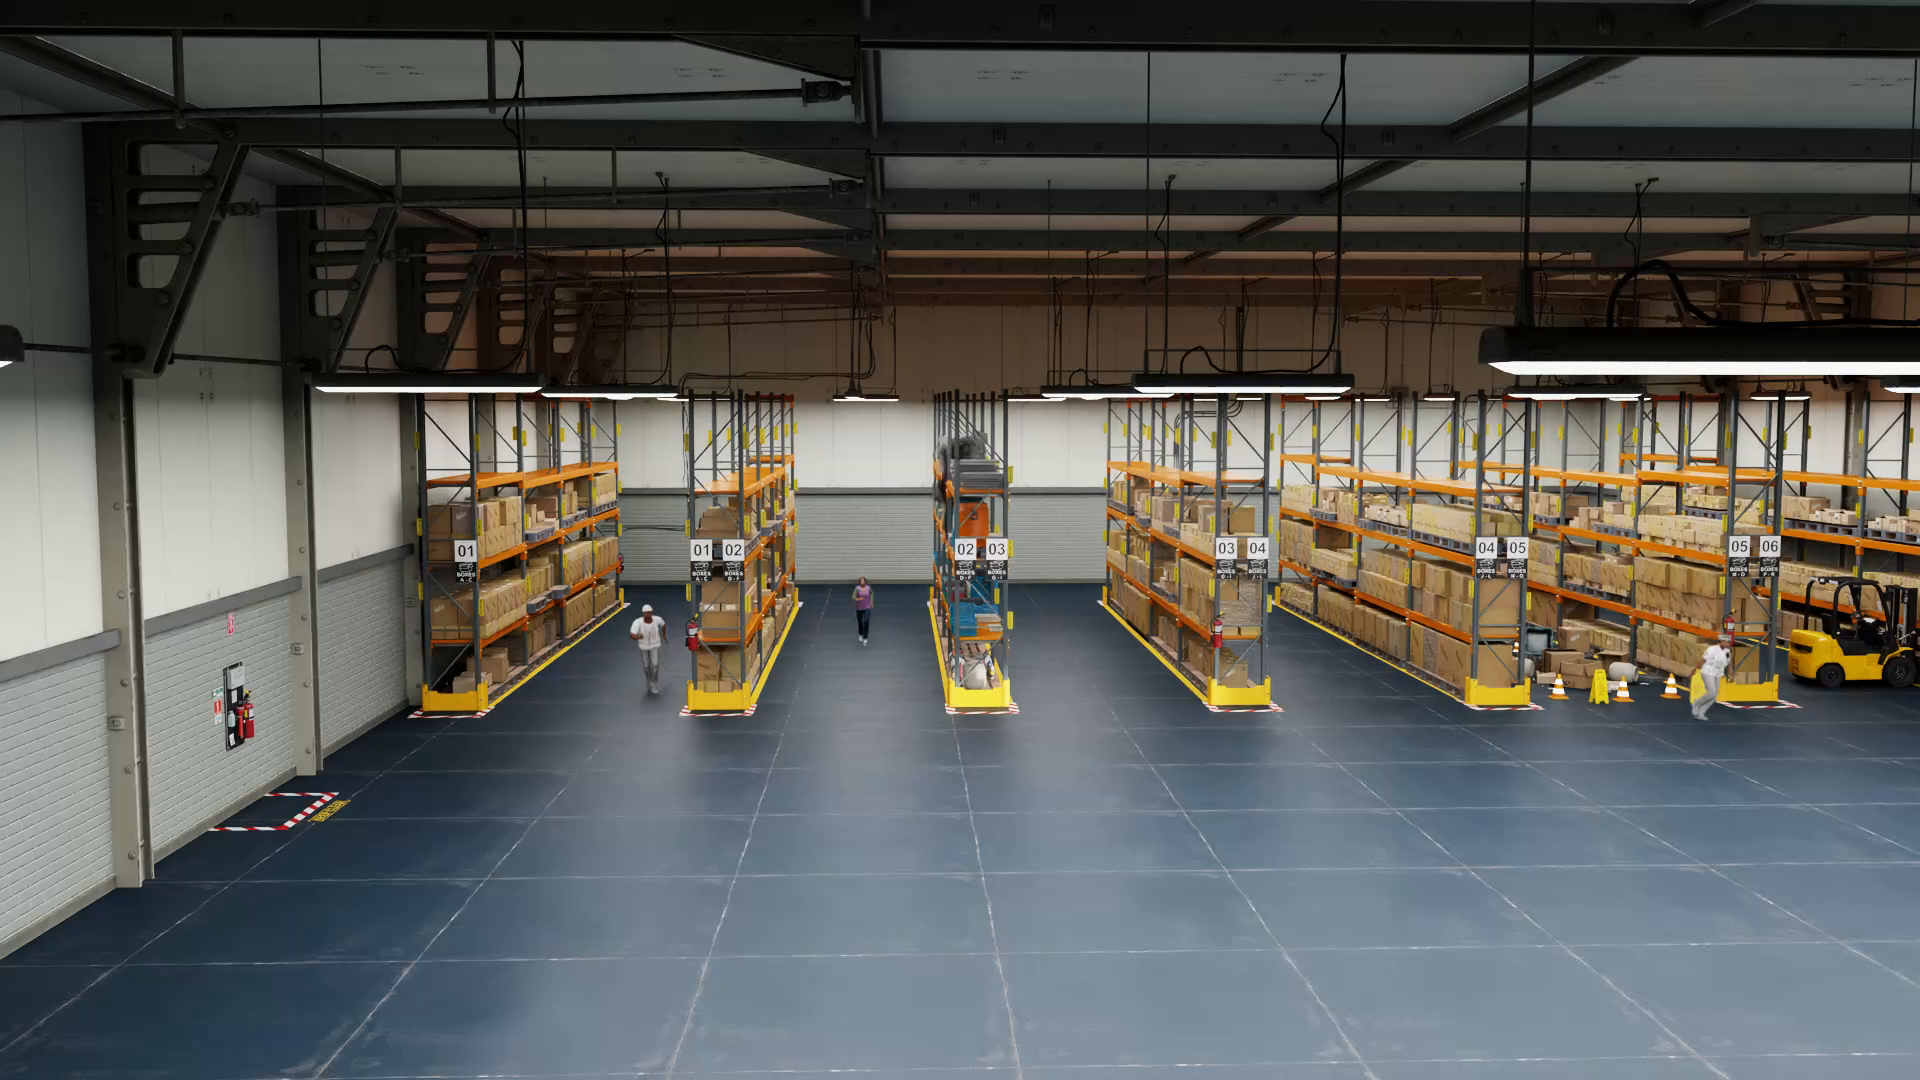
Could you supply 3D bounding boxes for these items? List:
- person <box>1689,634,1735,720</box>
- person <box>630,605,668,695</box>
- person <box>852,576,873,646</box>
[{"bbox_3d":[13.623,2.473,30.088,0.606,1.582,0.693,-2,5,-22],"label":"person"},{"bbox_3d":[-6.195,2.150,33.162,0.717,1.757,0.972,-1,5,-7],"label":"person"},{"bbox_3d":[-2.320,1.670,39.689,0.512,1.626,0.824,0,5,-4],"label":"person"}]
